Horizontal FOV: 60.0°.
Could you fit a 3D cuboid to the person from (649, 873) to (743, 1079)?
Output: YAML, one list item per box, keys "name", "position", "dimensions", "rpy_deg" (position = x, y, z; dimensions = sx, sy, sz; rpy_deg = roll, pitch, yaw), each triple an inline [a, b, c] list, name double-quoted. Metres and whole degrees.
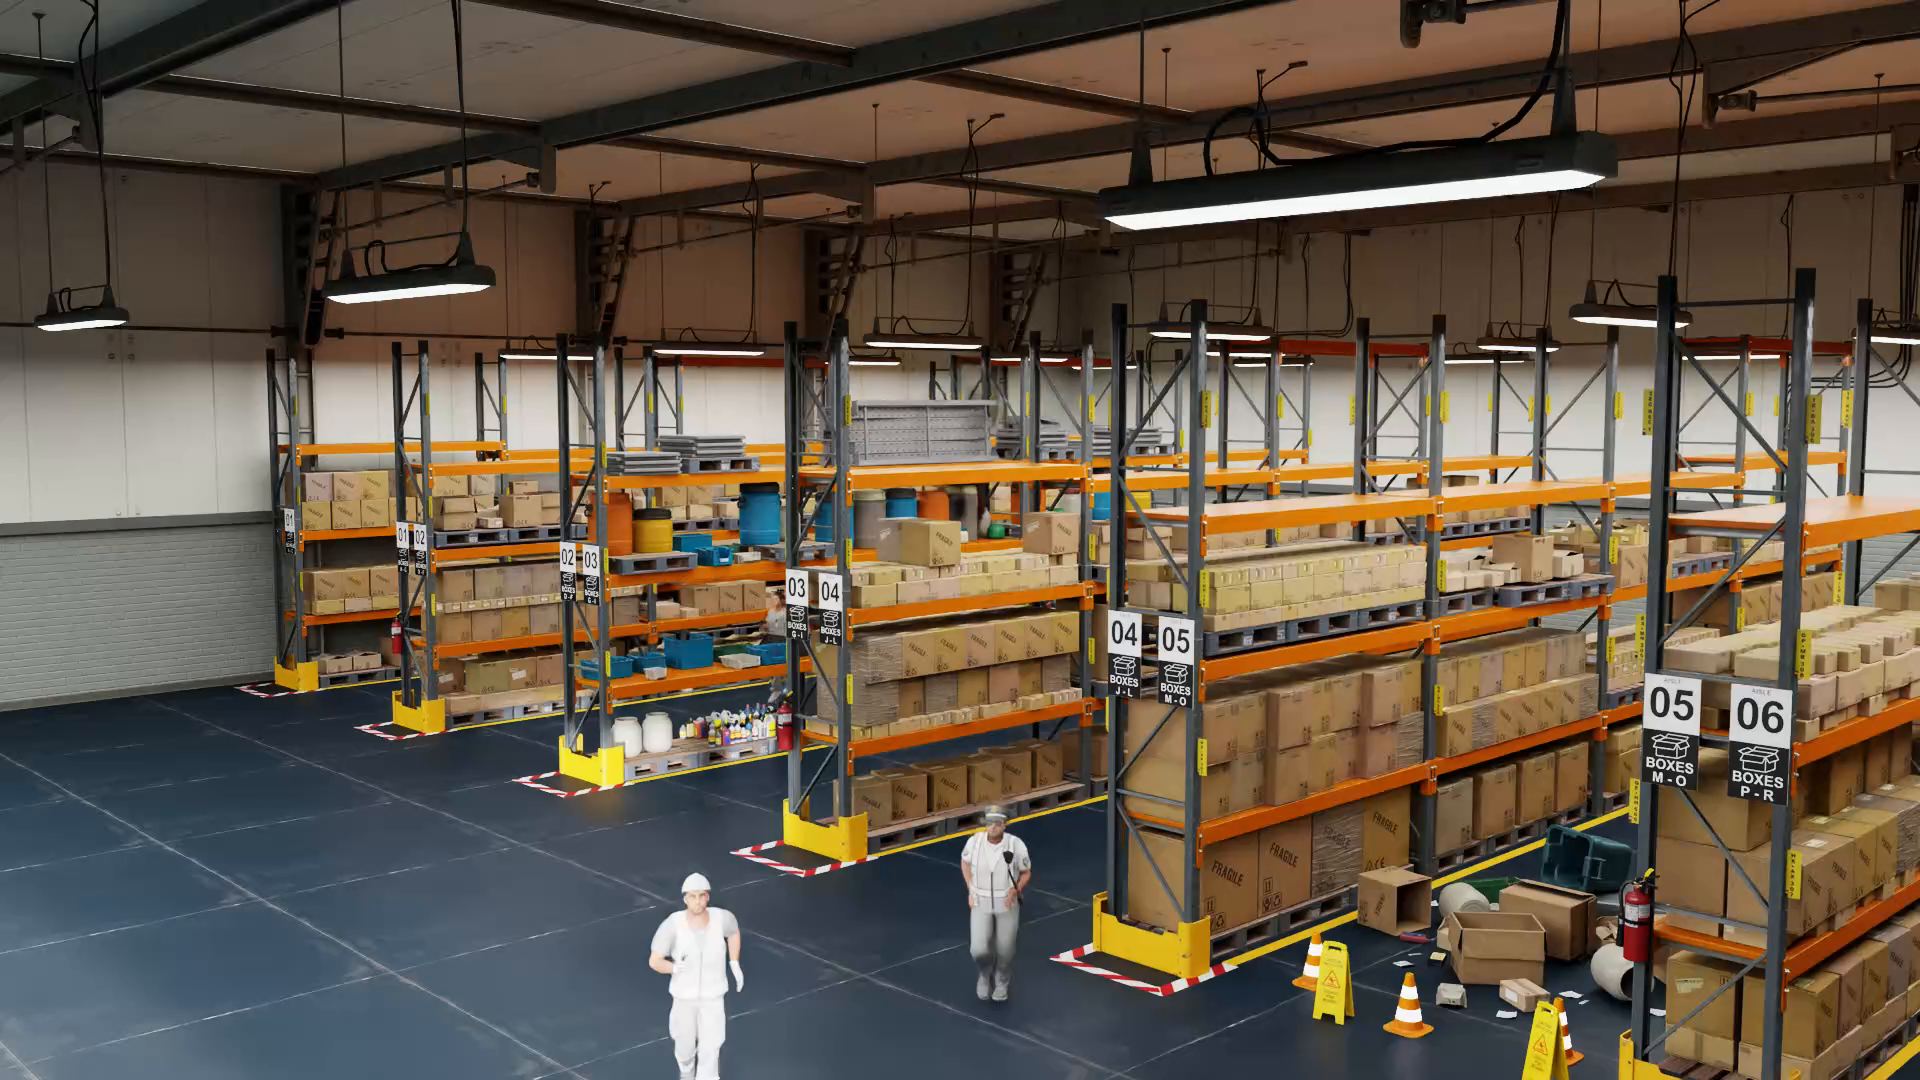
- name: "person"
  position: [-1.864, 3.220, 11.792]
  dimensions: [0.664, 1.772, 0.999]
  rpy_deg: [-1, 5, -12]

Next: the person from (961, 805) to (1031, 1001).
- name: "person"
  position: [0.291, 3.081, 14.080]
  dimensions: [0.607, 1.740, 0.674]
  rpy_deg: [1, 5, 7]

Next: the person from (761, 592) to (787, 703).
- name: "person"
  position: [-2.916, 1.716, 26.939]
  dimensions: [0.551, 1.755, 0.748]
  rpy_deg: [4, 6, 40]

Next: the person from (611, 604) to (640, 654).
- name: "person"
  position: [-6.049, 1.684, 30.209]
  dimensions: [0.627, 1.711, 0.760]
  rpy_deg: [4, 6, 37]
